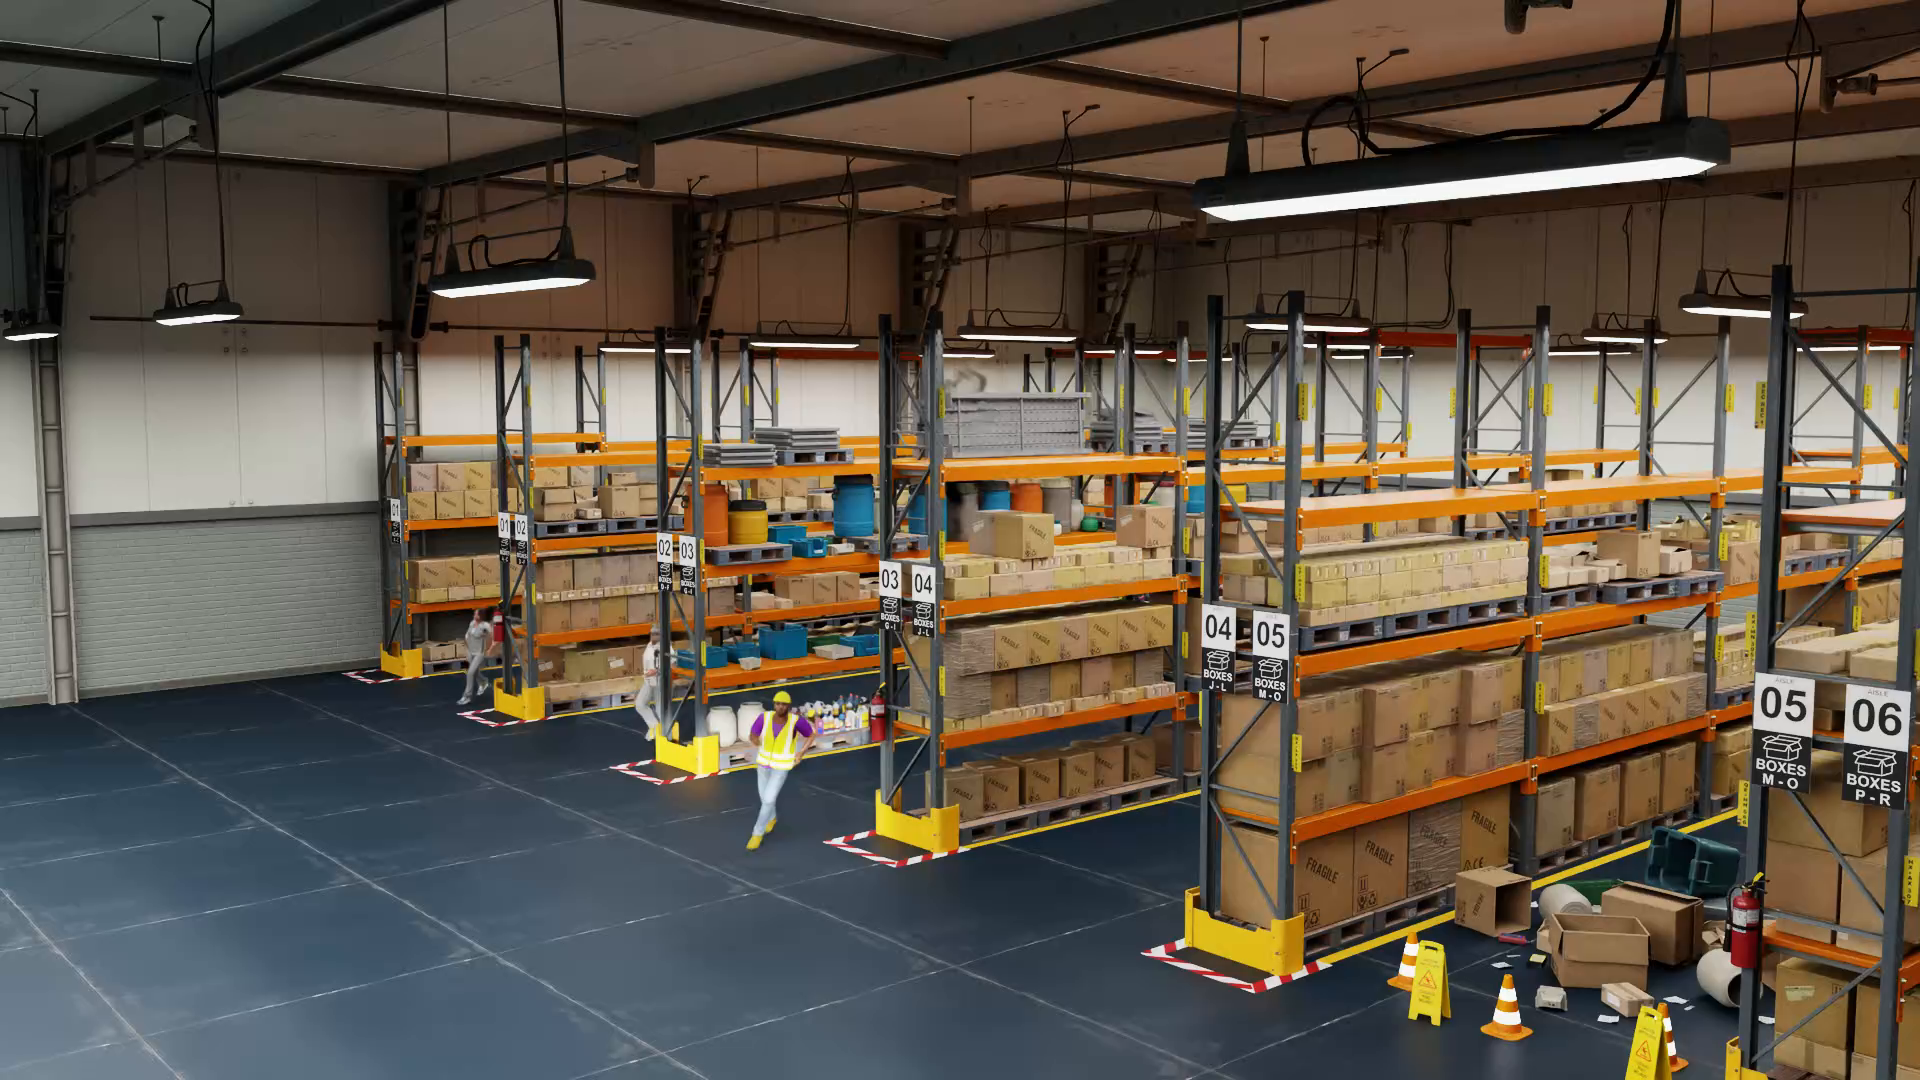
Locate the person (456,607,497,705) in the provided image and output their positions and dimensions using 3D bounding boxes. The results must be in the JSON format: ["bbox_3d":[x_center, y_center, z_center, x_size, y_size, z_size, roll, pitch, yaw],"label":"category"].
[{"bbox_3d":[-7.900,1.887,27.374,0.615,1.583,0.792,3,6,27],"label":"person"}]

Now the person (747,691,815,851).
[{"bbox_3d":[-2.063,2.578,18.885,0.703,1.774,0.806,2,6,19],"label":"person"}]

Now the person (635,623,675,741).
[{"bbox_3d":[-4.436,2.092,24.302,0.654,1.782,0.678,4,6,35],"label":"person"}]
